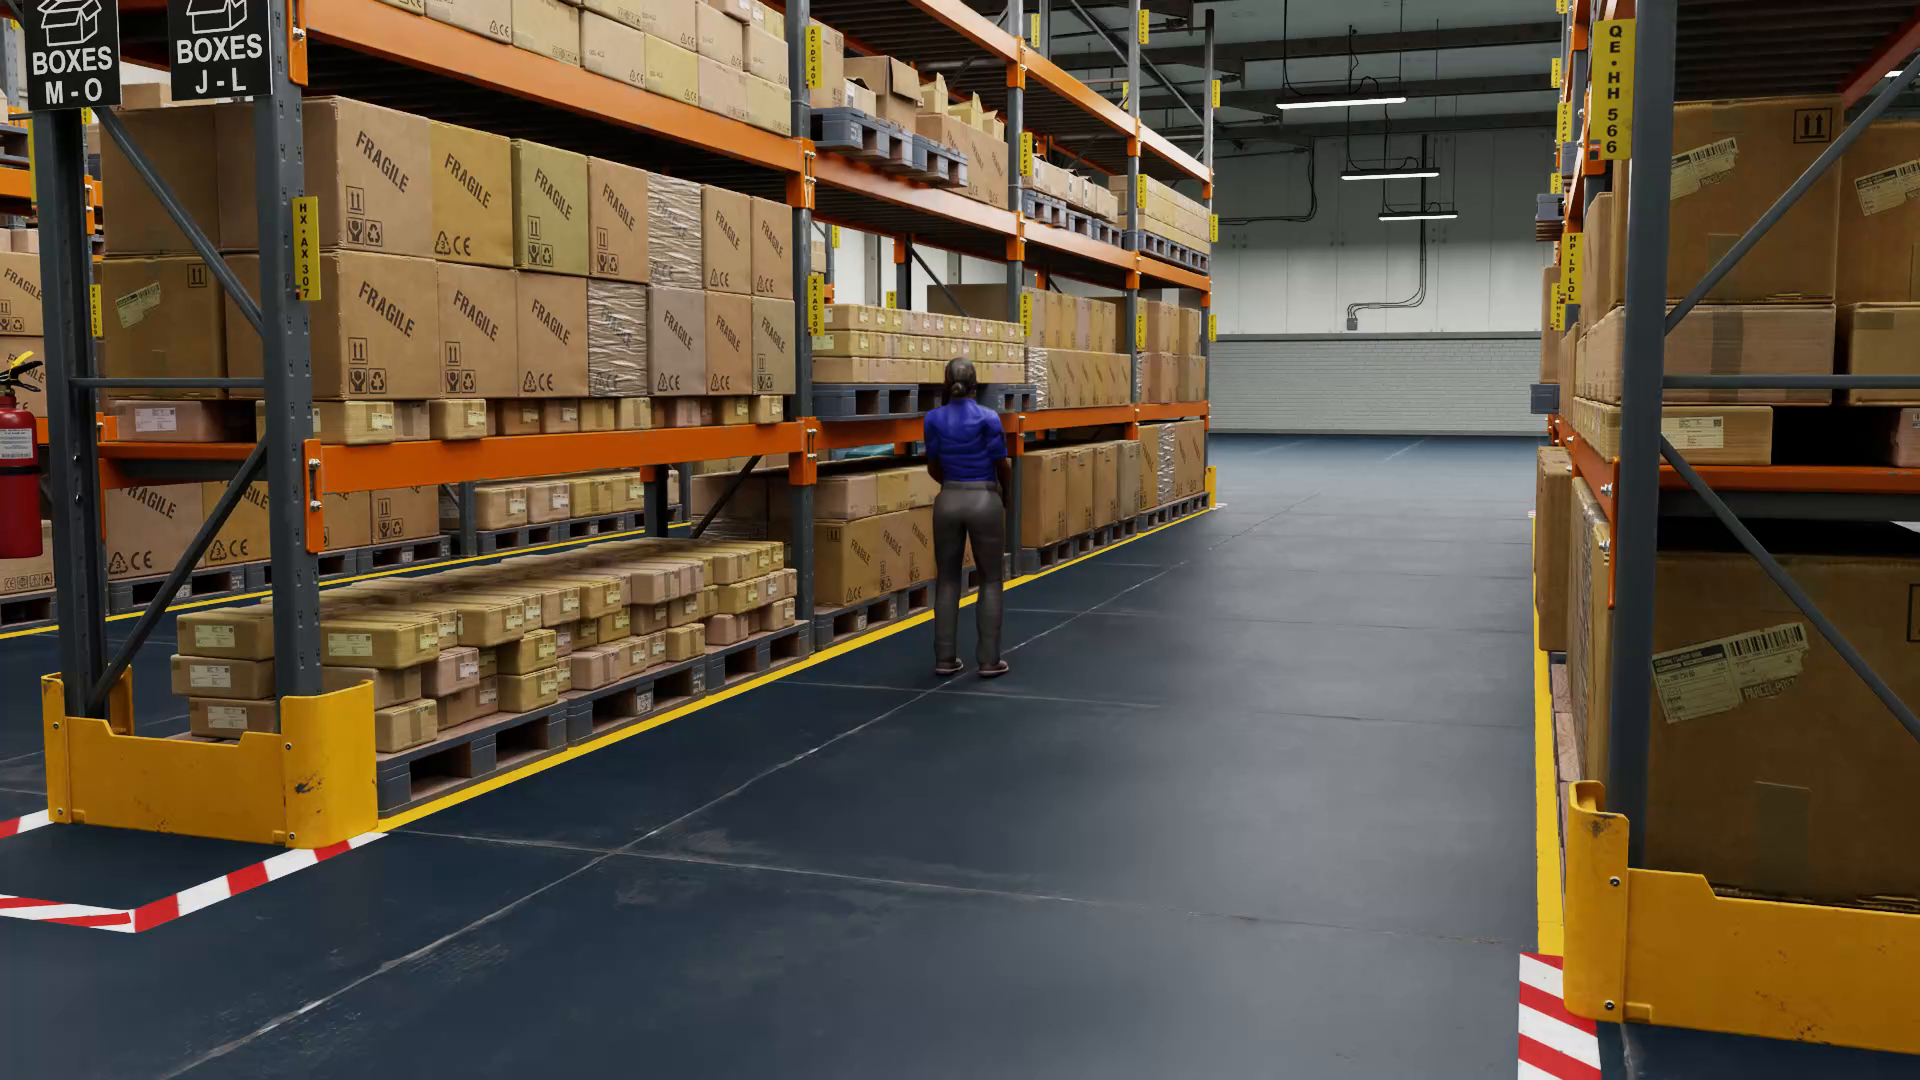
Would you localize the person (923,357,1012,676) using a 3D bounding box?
[{"bbox_3d":[0.062,-0.127,8.686,0.449,1.646,0.519,2,6,16],"label":"person"}]
